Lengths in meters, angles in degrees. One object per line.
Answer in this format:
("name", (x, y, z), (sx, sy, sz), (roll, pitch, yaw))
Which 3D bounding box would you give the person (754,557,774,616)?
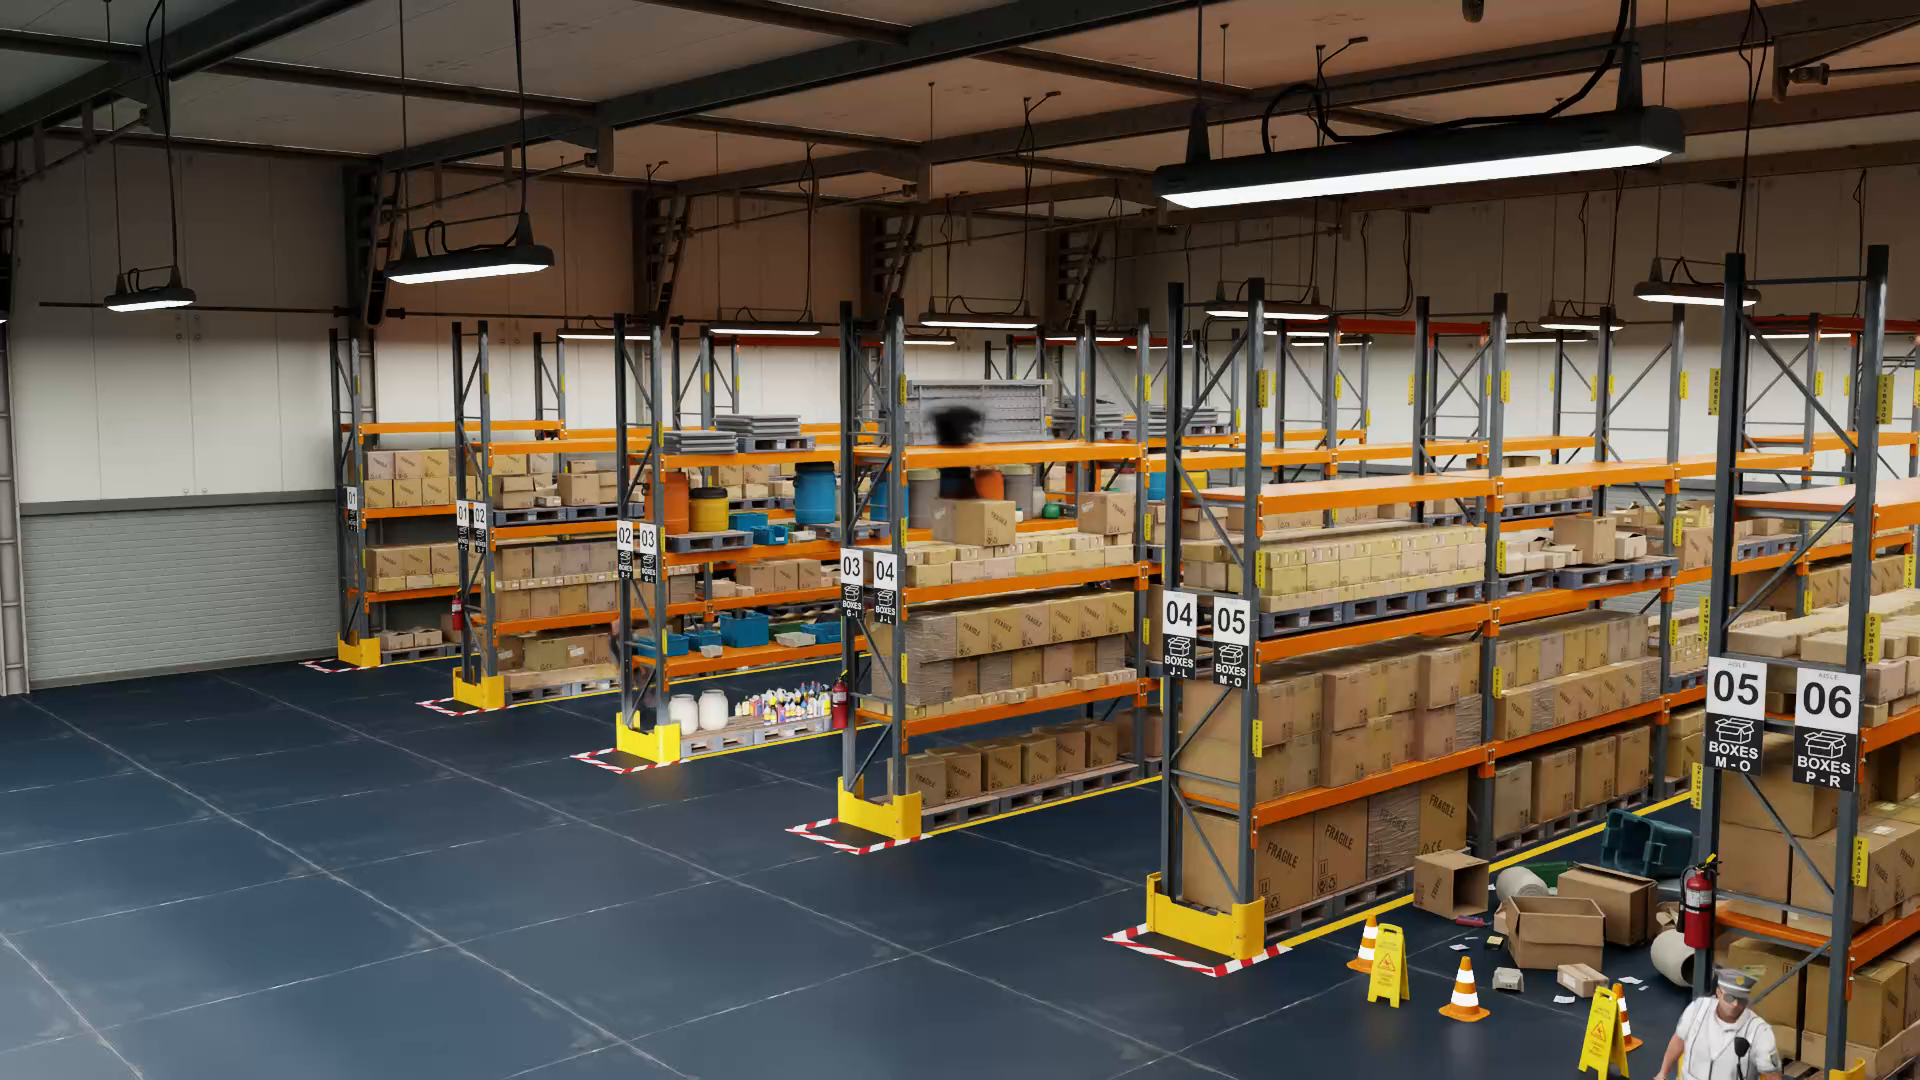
("person", (-3.901, 1.085, 32.933), (0.855, 1.695, 0.562), (-6, 8, -44))

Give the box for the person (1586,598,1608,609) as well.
("person", (11.488, 1.272, 30.614), (0.695, 1.678, 1.059), (-1, 6, -13))

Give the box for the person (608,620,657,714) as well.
("person", (-4.902, 1.926, 24.883), (0.639, 1.567, 0.862), (1, 6, 11))

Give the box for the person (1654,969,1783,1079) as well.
("person", (4.574, 3.333, 10.020), (0.749, 1.693, 0.728), (4, 7, 38))
